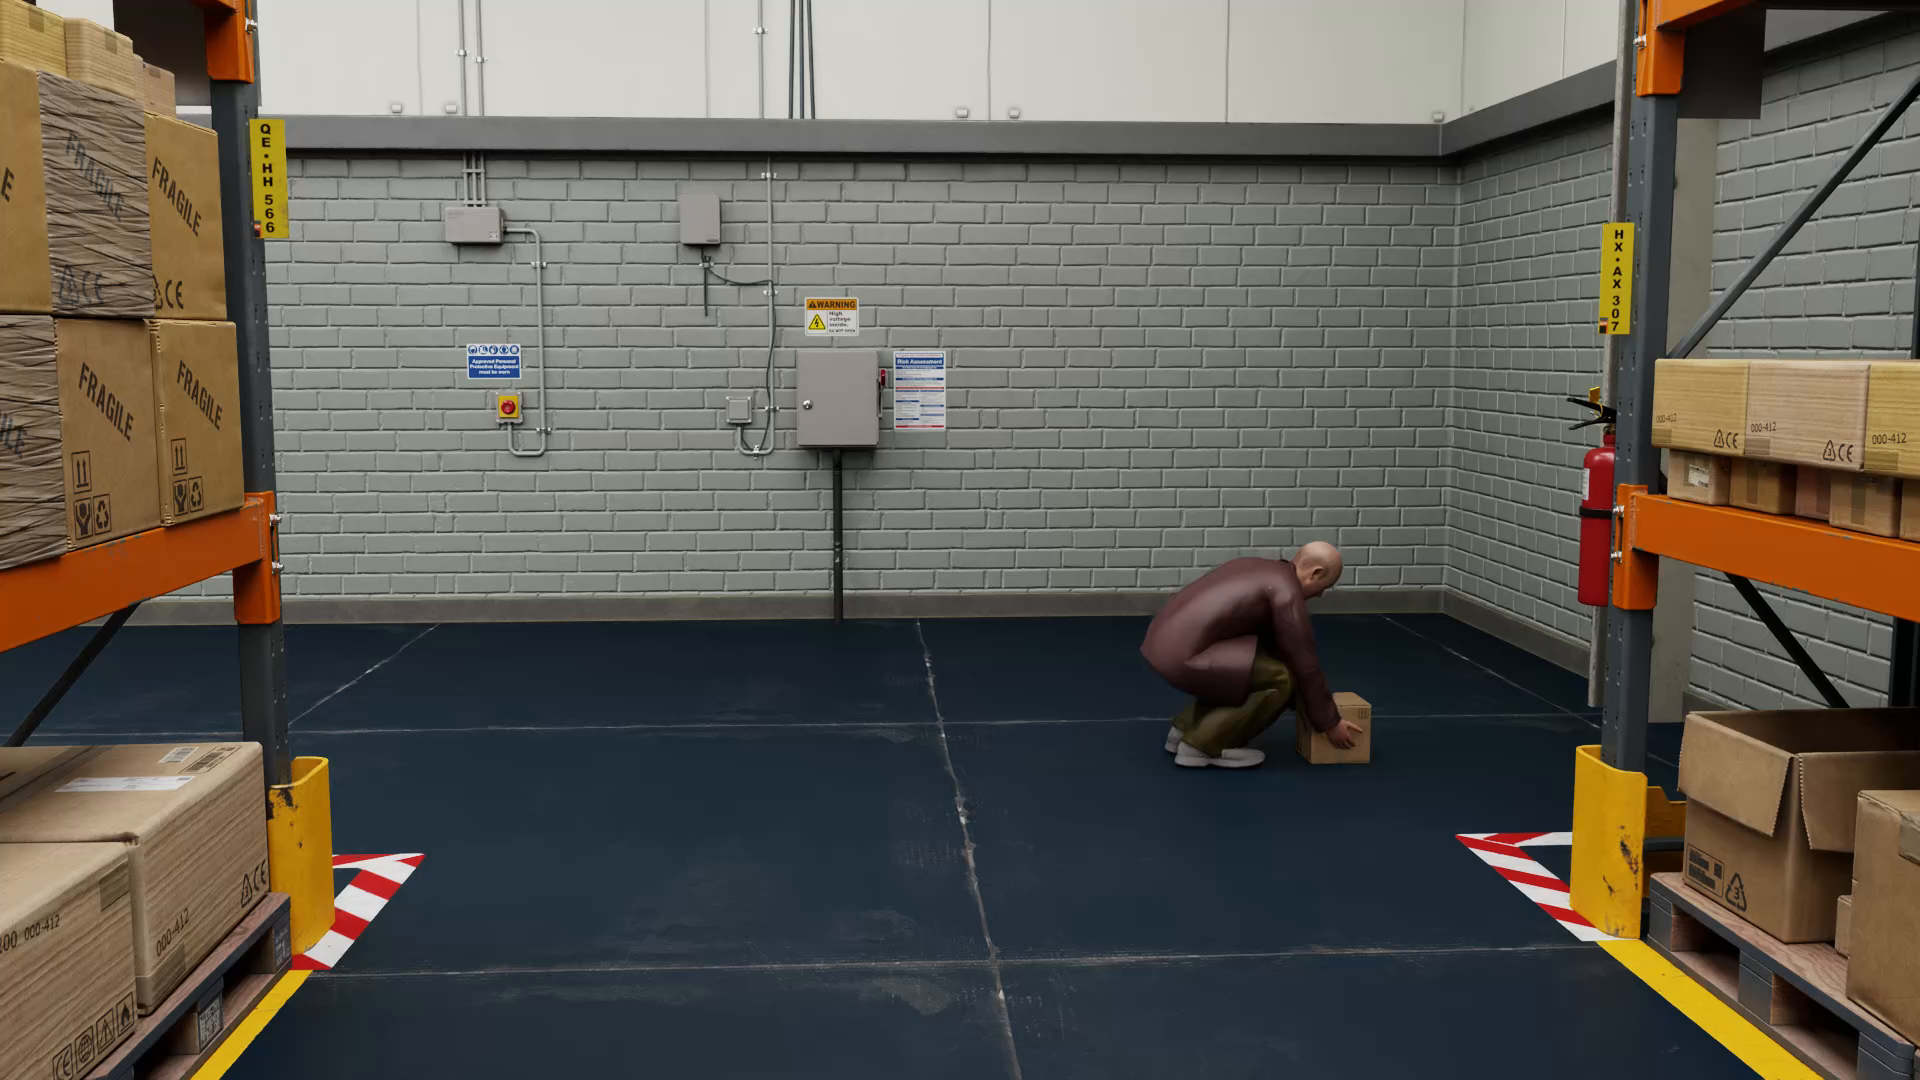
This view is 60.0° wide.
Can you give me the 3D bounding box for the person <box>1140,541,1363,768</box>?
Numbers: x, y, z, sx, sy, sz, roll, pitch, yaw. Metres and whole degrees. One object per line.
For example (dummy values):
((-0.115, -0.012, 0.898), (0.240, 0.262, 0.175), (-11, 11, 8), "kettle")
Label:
((1.210, 0.477, 7.002), (0.907, 0.902, 0.608), (0, 7, -4), "person")
